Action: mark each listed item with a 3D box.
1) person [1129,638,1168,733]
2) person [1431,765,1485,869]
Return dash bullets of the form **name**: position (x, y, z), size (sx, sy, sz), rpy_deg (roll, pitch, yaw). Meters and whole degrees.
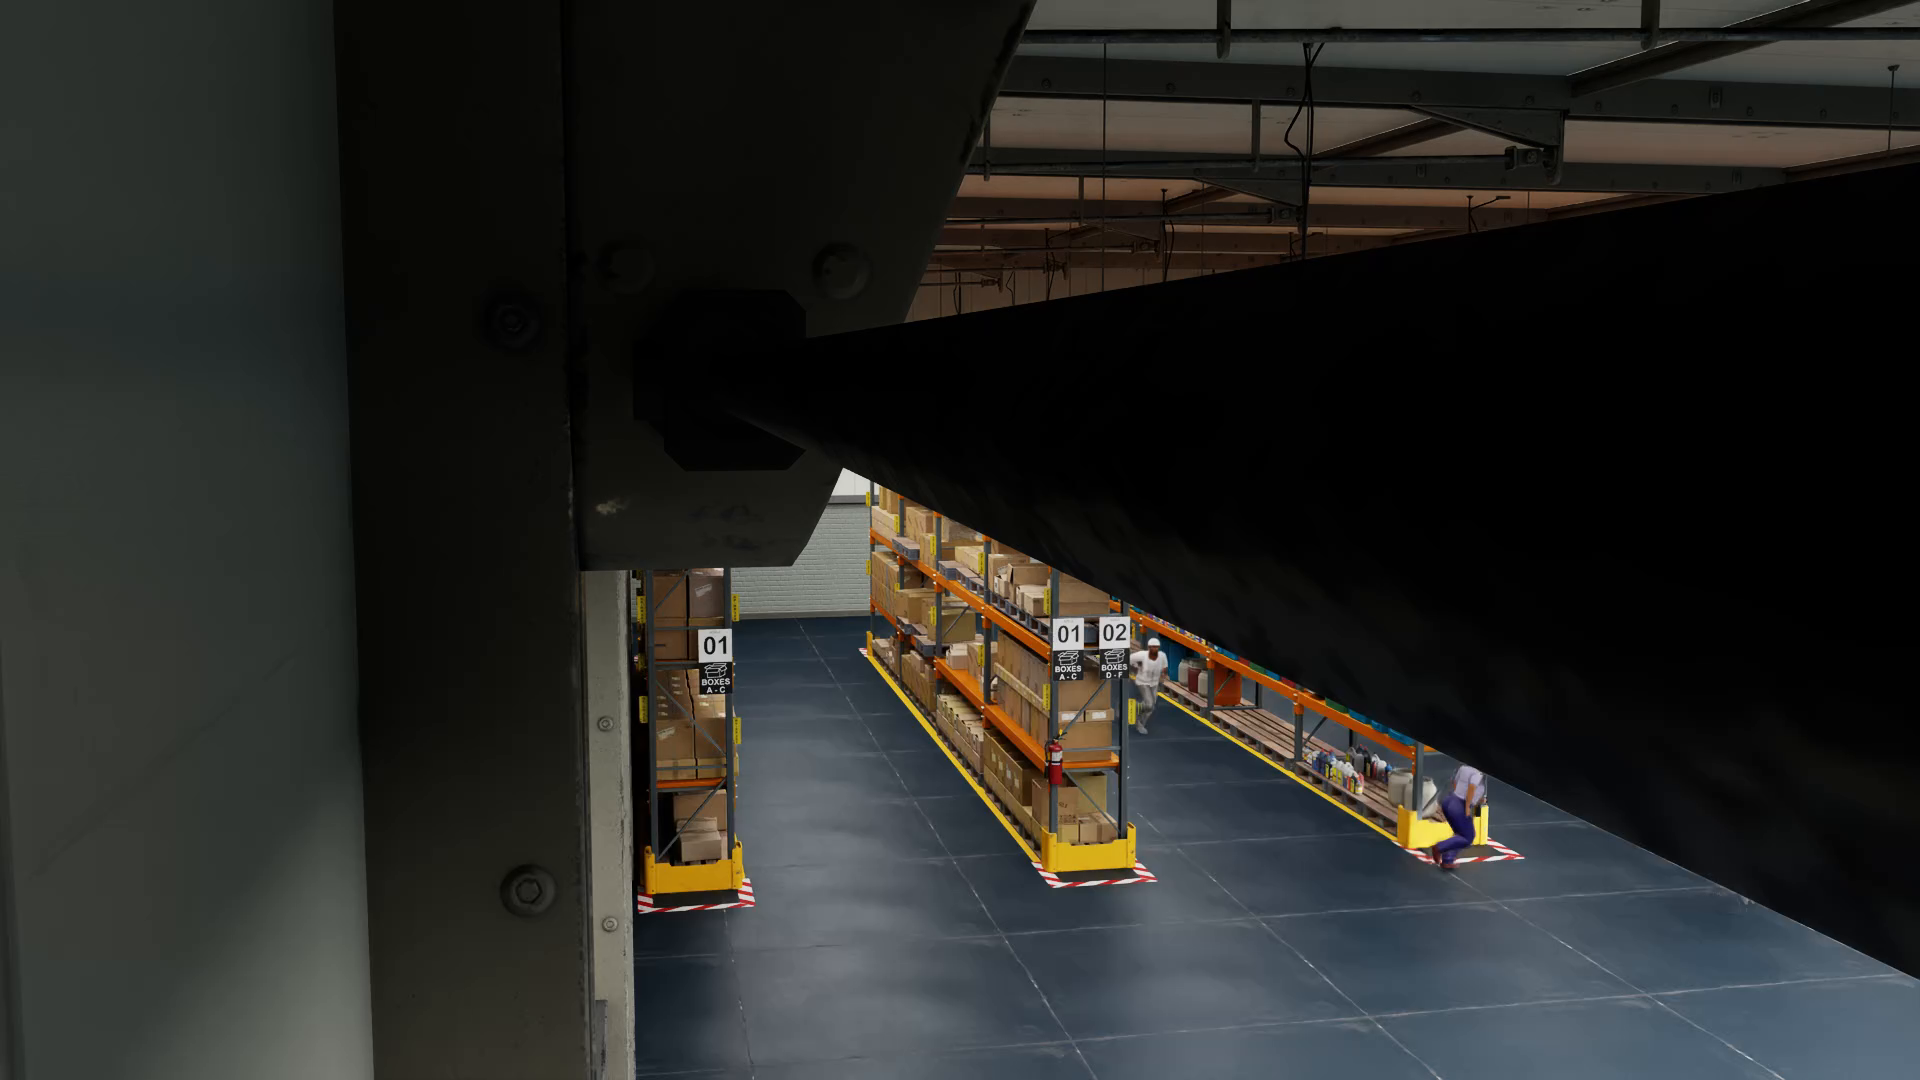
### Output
- **person**: position (3.264, 2.511, 28.630), size (0.668, 1.687, 0.713), rpy_deg (-3, 7, -28)
- **person**: position (6.308, 3.423, 20.887), size (0.732, 1.499, 0.605), rpy_deg (-1, 6, -12)
